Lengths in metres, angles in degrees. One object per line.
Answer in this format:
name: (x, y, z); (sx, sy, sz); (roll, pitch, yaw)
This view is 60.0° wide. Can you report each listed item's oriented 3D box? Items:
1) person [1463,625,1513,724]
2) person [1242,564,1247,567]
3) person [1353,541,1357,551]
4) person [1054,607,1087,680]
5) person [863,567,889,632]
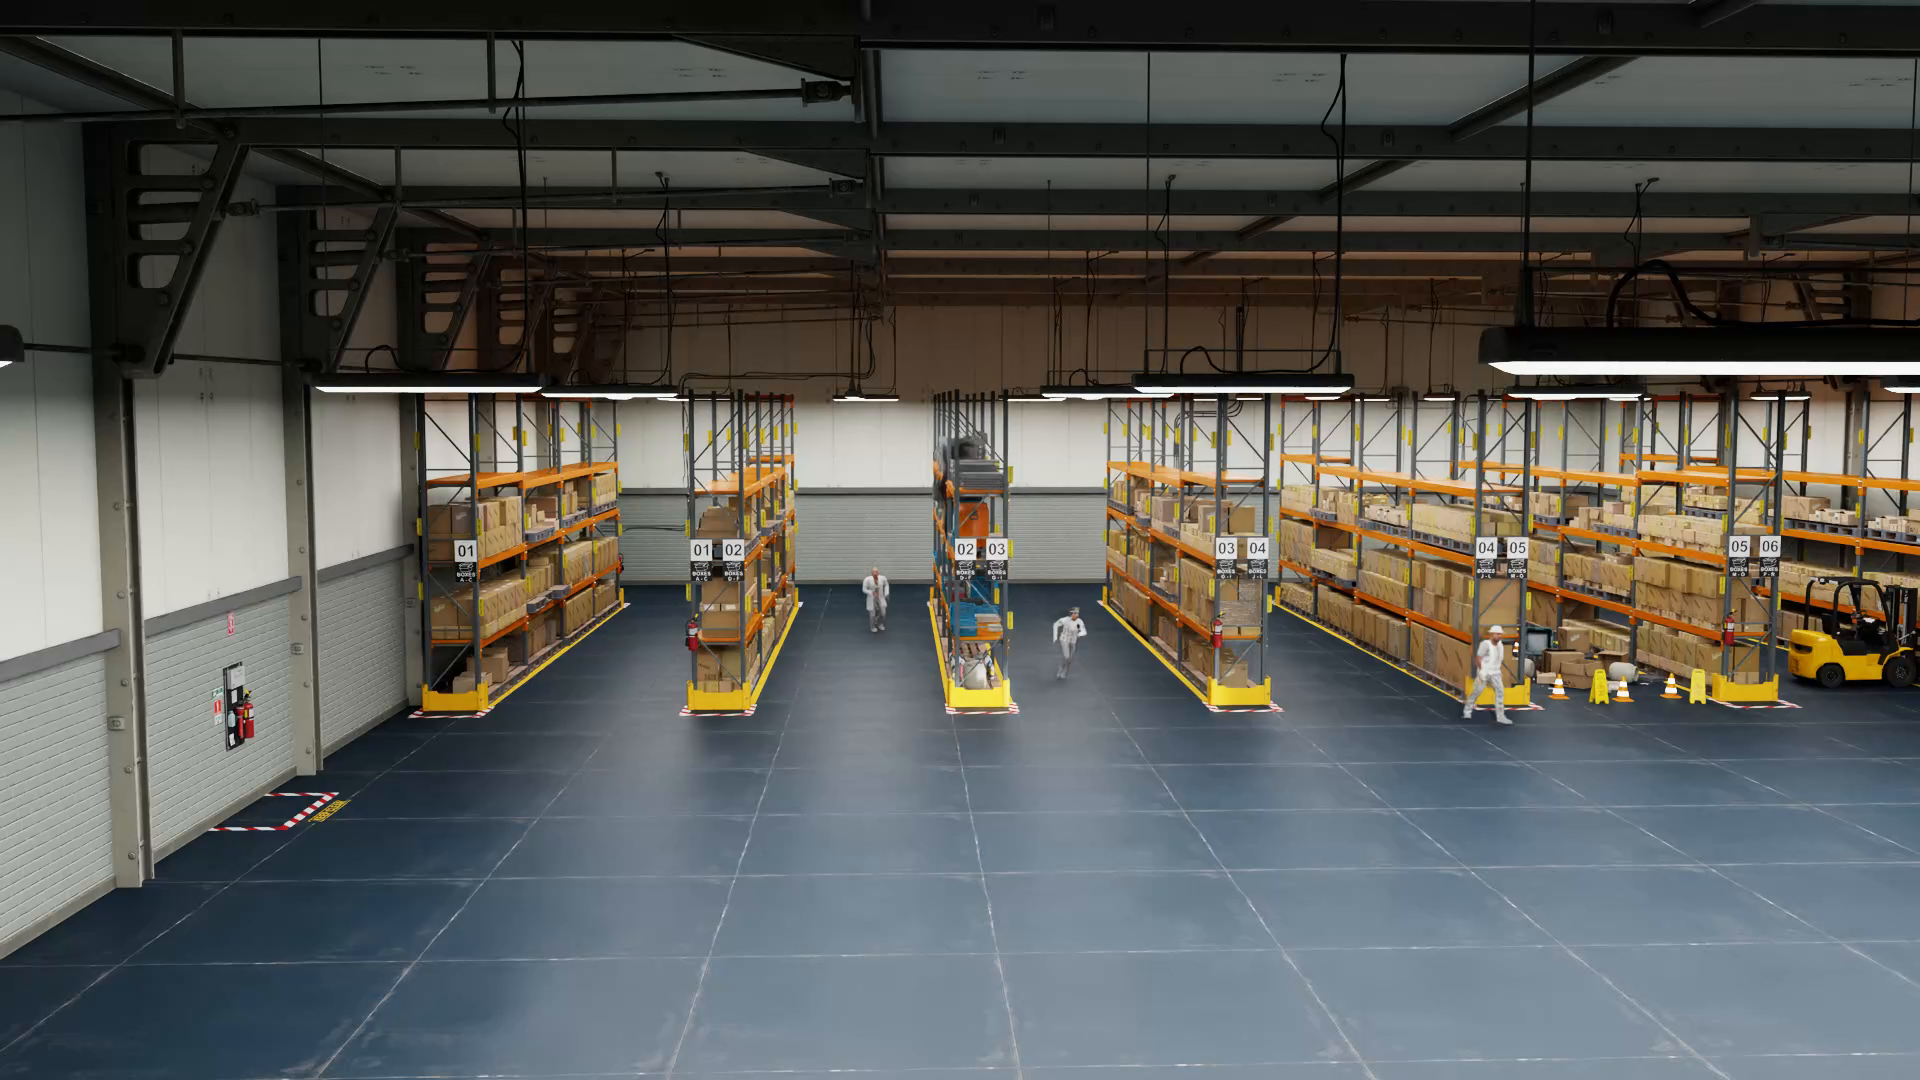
person: (9.482, 2.385, 29.777); (0.708, 1.724, 0.957); (-3, 6, -33)
person: (8.046, 0.976, 47.394); (0.682, 1.724, 0.648); (0, 5, -2)
person: (11.763, 0.823, 49.509); (0.772, 1.750, 0.652); (-1, 5, -8)
person: (2.279, 2.130, 34.602); (0.613, 1.538, 0.865); (-2, 5, -21)
person: (-2.100, 1.502, 41.576); (0.701, 1.666, 0.865); (-1, 5, -11)
